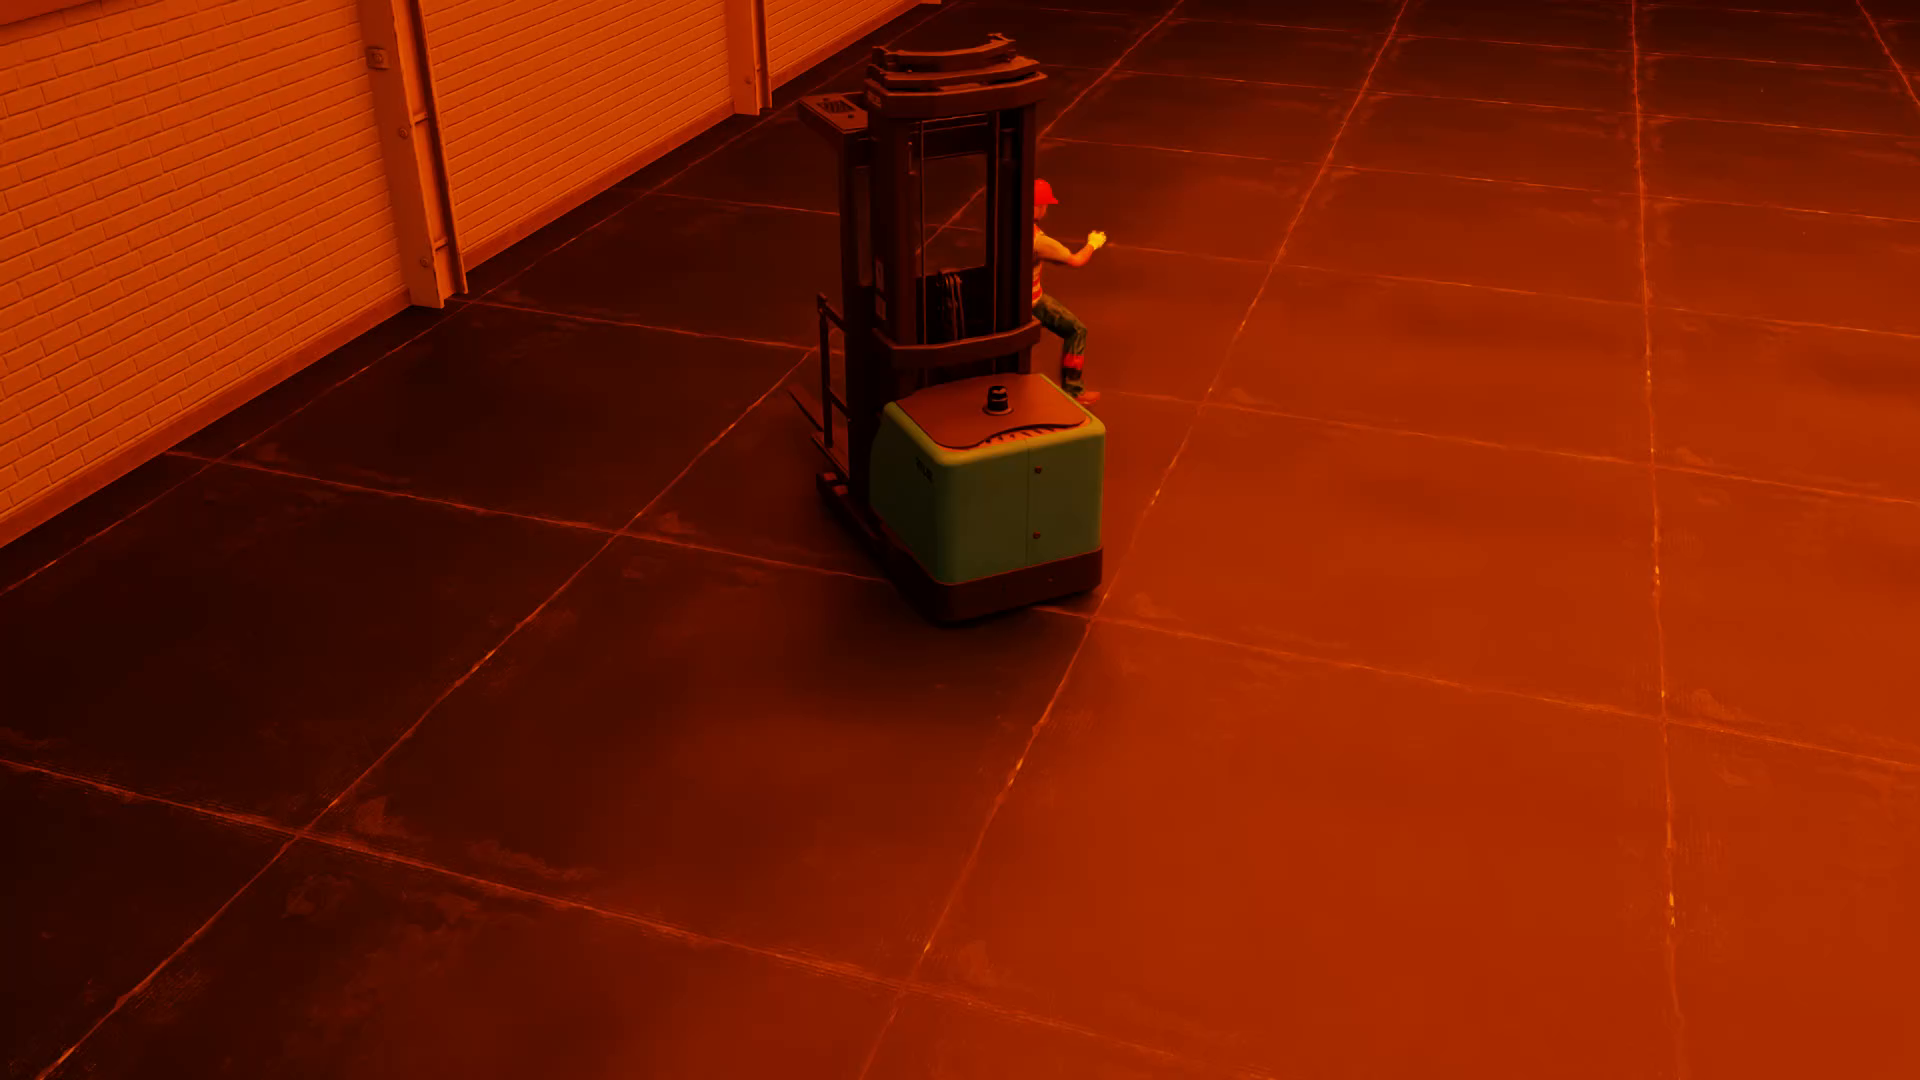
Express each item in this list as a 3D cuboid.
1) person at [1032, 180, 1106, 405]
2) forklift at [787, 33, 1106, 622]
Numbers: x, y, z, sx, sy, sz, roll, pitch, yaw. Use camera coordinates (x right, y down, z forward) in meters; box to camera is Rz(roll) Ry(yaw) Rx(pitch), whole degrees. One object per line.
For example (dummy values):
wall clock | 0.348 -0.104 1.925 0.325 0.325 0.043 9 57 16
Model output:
person | 0.591 -1.813 11.700 0.782 1.560 0.978 -19 35 -30
forklift | -0.259 -1.531 9.822 1.130 2.935 3.031 -13 32 -21
